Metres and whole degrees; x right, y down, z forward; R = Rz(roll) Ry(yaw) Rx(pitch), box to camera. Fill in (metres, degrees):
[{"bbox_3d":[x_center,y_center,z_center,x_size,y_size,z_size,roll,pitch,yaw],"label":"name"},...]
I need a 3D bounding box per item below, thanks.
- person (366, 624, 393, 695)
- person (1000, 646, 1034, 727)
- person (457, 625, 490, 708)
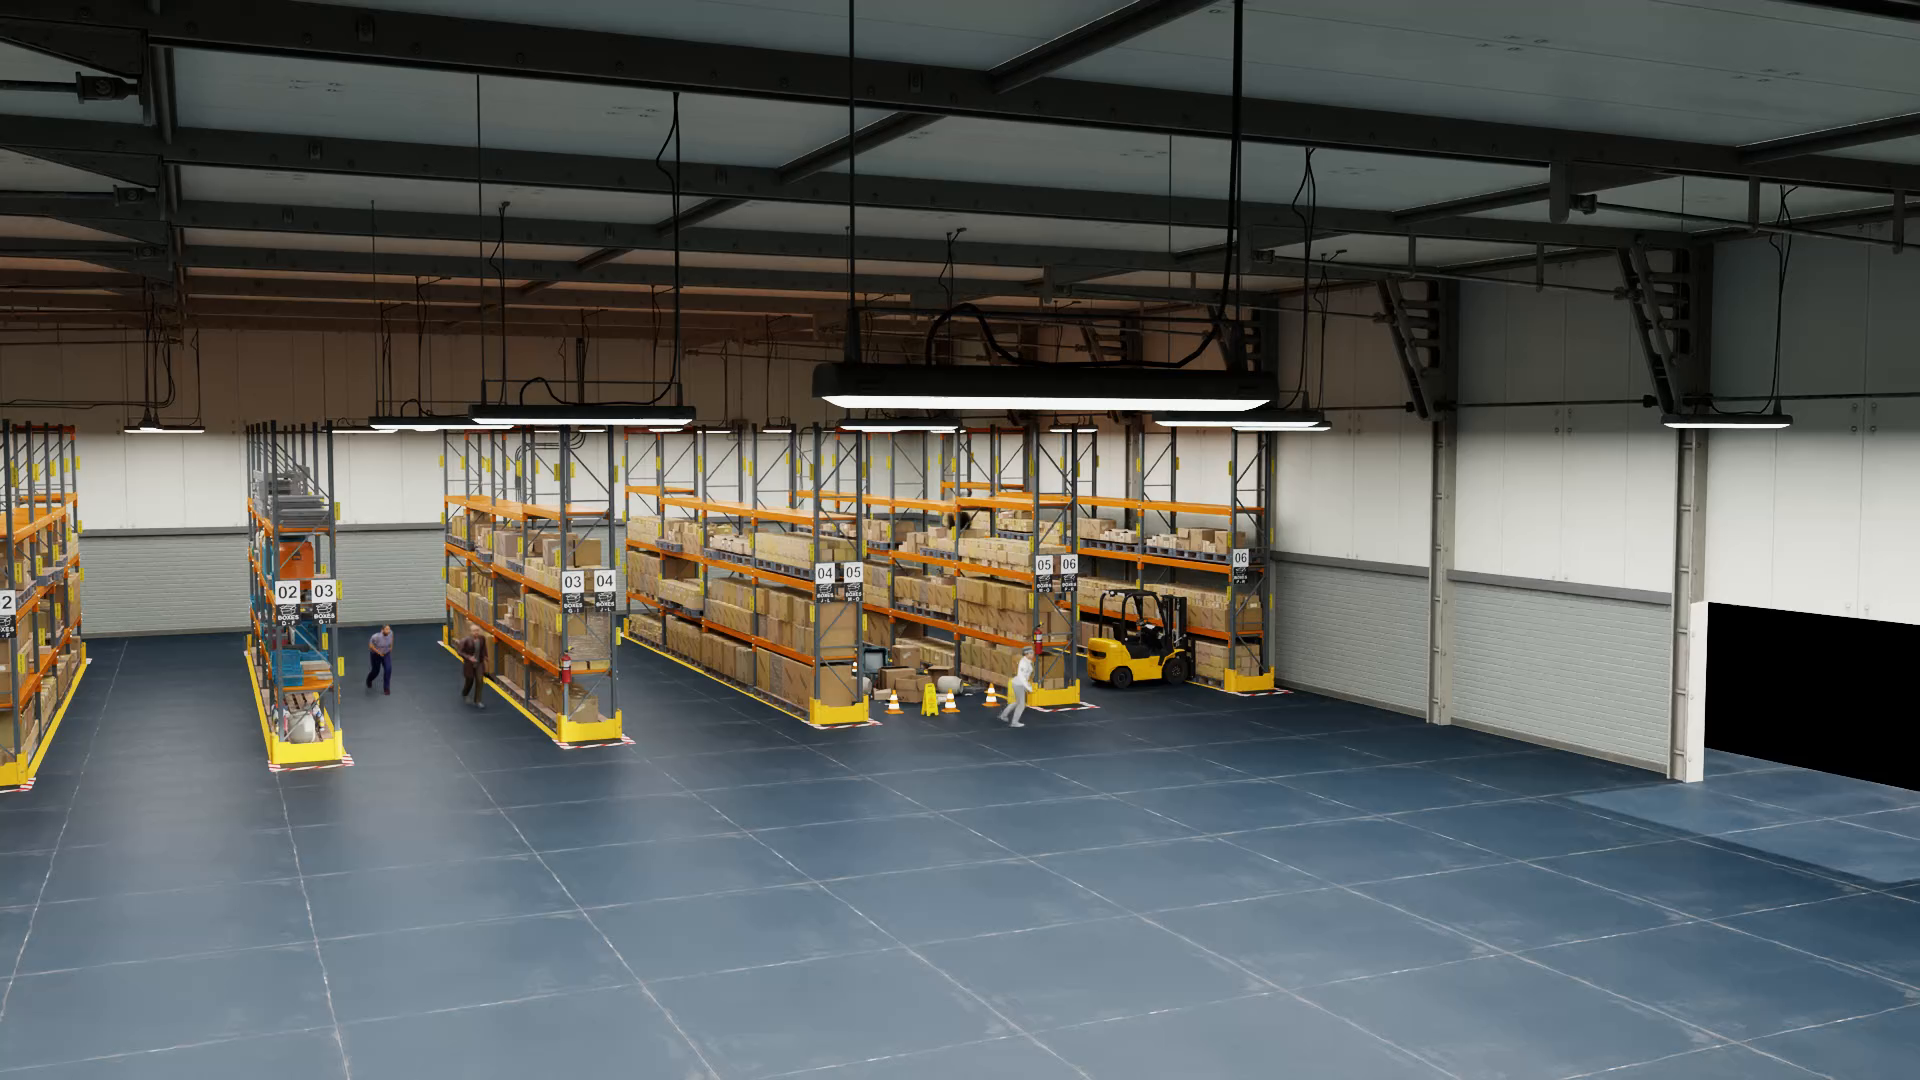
[{"bbox_3d":[-12.968,2.642,37.101,0.976,1.613,0.636,3,5,41],"label":"person"},{"bbox_3d":[1.131,2.870,32.751,0.698,1.610,0.511,1,4,12],"label":"person"},{"bbox_3d":[-10.338,2.652,35.209,0.691,1.746,0.975,-2,4,-33],"label":"person"}]
